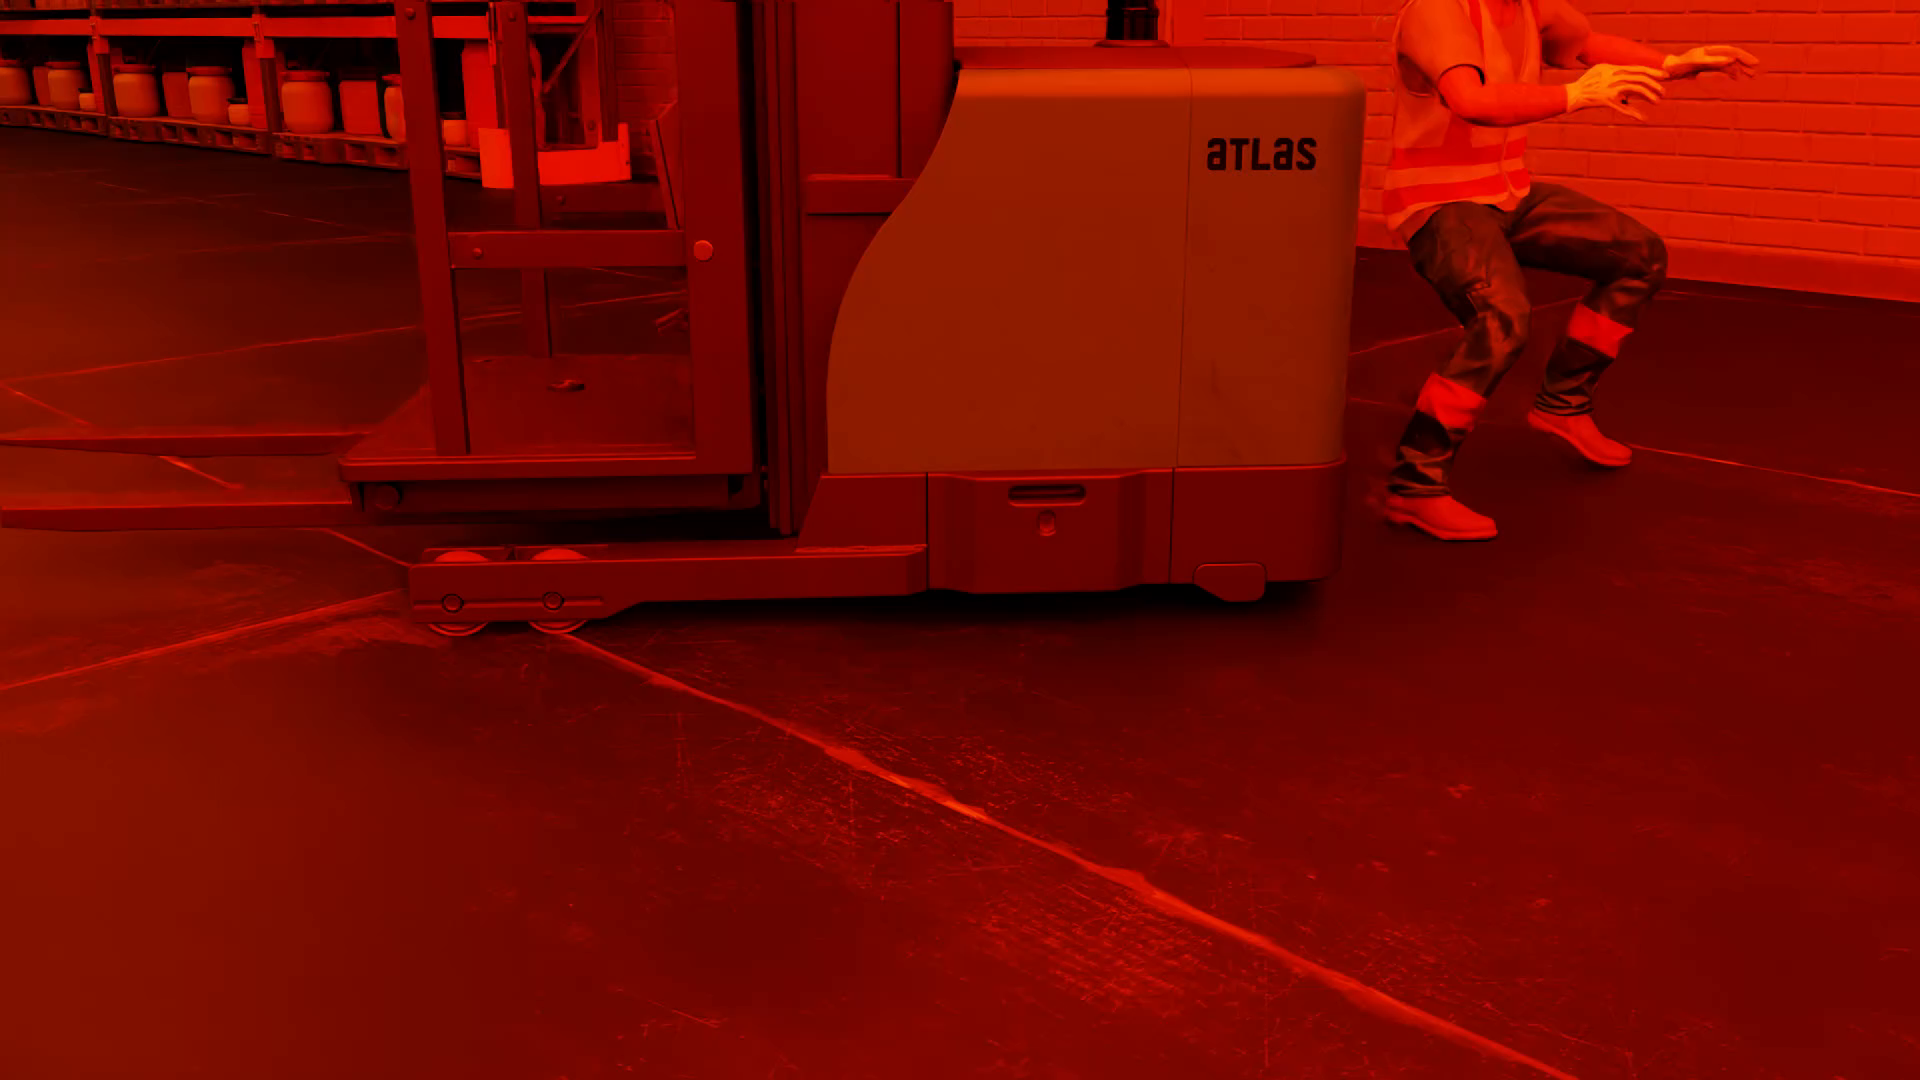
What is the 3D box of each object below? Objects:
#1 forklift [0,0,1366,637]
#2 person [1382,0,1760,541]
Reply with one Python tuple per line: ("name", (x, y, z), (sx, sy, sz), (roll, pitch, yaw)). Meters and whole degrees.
("forklift", (-0.748, -1.372, 3.370), (3.031, 2.935, 1.130), (-1, 17, -4))
("person", (1.408, -0.860, 4.107), (1.025, 1.520, 0.749), (-13, 22, -37))
